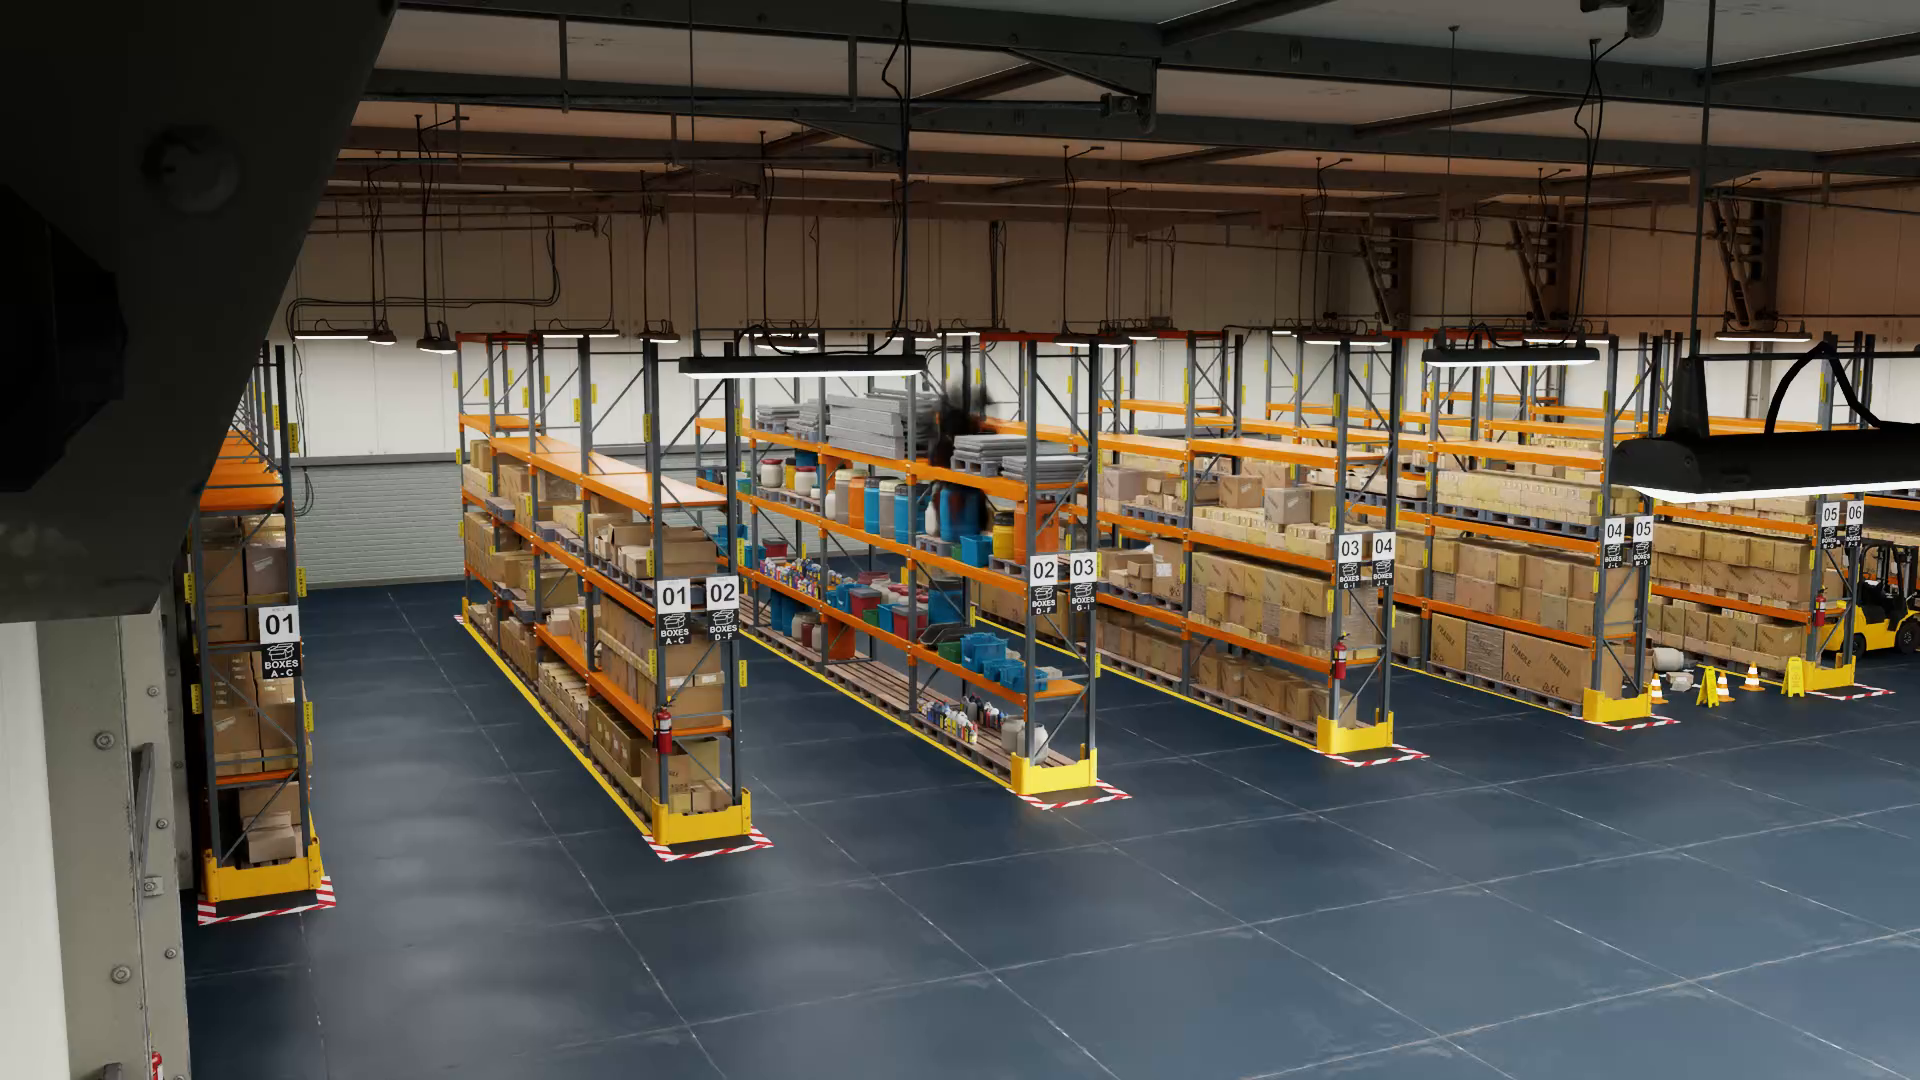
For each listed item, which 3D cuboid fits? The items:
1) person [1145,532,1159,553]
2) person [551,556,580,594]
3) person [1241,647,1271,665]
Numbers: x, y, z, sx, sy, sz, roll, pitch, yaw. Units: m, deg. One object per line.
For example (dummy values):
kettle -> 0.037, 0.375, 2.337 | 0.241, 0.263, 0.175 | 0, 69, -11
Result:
person -> 4.225, 0.679, 35.859 | 0.615, 1.724, 0.856 | -3, 8, -22
person -> -8.294, 0.715, 35.297 | 0.709, 1.796, 0.654 | 5, 9, 31
person -> 5.467, 1.402, 30.264 | 0.740, 1.858, 0.811 | -5, 9, -31
